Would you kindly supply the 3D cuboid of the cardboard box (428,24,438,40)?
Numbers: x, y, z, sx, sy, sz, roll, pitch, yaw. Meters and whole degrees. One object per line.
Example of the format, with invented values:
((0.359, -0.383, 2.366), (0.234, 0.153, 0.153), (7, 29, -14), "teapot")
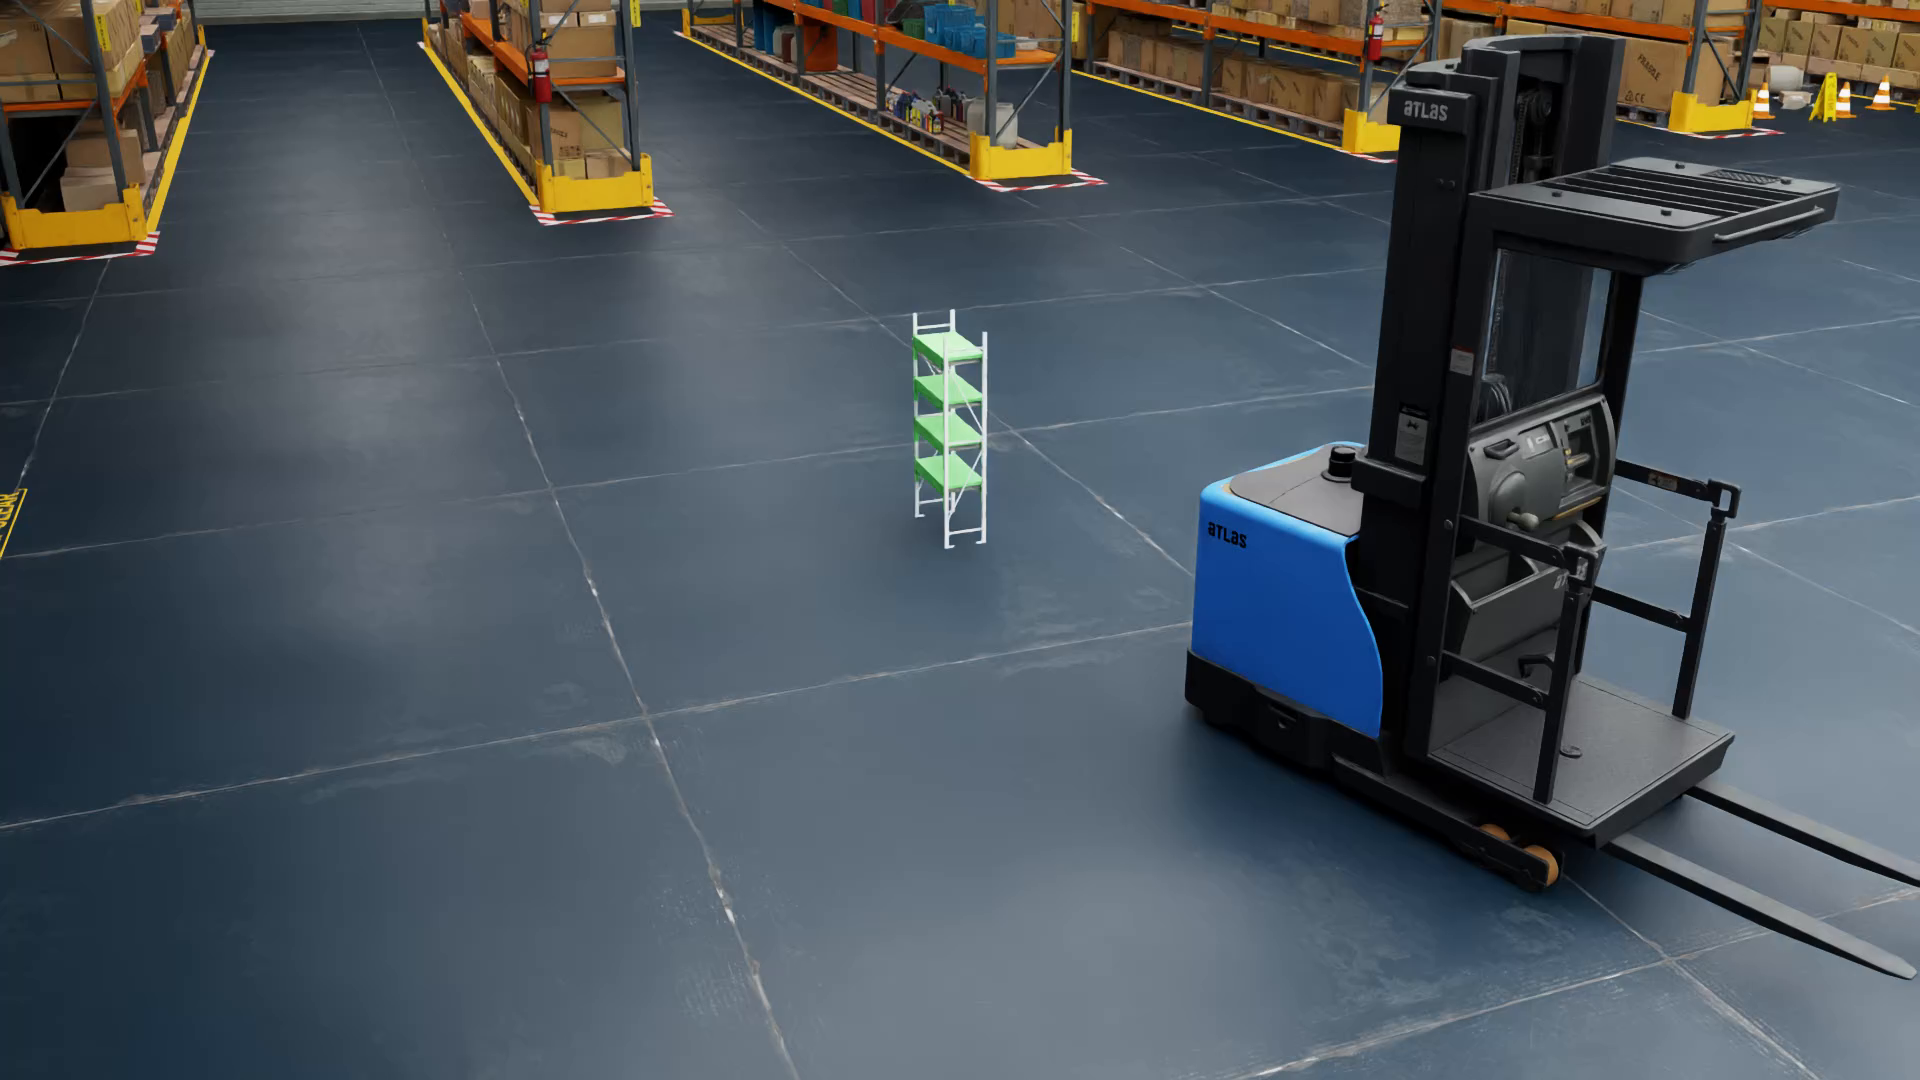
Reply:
((-9.409, -9.262, 30.338), (0.500, 0.250, 0.500), (-8, 24, -19), "cardboard box")

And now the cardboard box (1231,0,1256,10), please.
((4.240, -7.567, 22.830), (0.875, 0.500, 0.500), (-8, 24, -19), "cardboard box")

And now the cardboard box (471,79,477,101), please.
((-6.598, -6.351, 23.457), (0.500, 0.250, 0.500), (-9, 24, -20), "cardboard box")

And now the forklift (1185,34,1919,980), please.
((2.332, -0.270, 6.116), (1.130, 2.935, 3.031), (-18, 29, -36), "forklift")

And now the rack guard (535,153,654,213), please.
((-3.852, -3.771, 17.553), (1.175, 0.500, 0.348), (-8, 24, -19), "rack guard")

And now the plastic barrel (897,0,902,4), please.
((-0.771, -7.503, 23.015), (0.433, 0.535, 0.433), (0, 23, 0), "plastic barrel")

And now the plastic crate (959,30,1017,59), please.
((0.318, -5.682, 19.060), (0.499, 0.251, 0.616), (-8, 24, -19), "plastic crate")

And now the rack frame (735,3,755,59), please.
((-3.464, -9.970, 29.042), (1.000, 3.000, 0.127), (-8, 24, -19), "rack frame")

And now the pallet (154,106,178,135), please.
((-11.045, -5.588, 22.236), (1.003, 0.211, 1.213), (-8, 24, -19), "pallet")

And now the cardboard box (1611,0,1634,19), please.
((9.616, -7.548, 23.104), (0.875, 0.550, 0.550), (-8, 24, -19), "cardboard box")

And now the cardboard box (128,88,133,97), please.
((-10.341, -5.525, 20.182), (0.500, 0.250, 0.500), (-9, 24, -20), "cardboard box")

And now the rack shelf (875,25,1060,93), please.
((0.068, -6.005, 20.561), (1.077, 0.370, 4.000), (-8, 24, -19), "rack shelf")

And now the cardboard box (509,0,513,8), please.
((-4.998, -6.234, 19.216), (0.380, 0.149, 0.250), (-9, 25, -21), "cardboard box")

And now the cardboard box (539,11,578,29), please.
((-4.174, -5.389, 17.210), (0.380, 0.149, 0.250), (-9, 24, -20), "cardboard box")

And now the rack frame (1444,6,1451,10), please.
((10.440, -12.009, 33.880), (1.000, 3.000, 0.127), (-8, 24, -19), "rack frame")

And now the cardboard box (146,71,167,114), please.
((-11.016, -5.953, 22.165), (0.700, 0.500, 0.500), (-8, 24, -18), "cardboard box")

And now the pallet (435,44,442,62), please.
((-8.776, -8.700, 29.620), (1.003, 0.211, 1.213), (-8, 24, -19), "pallet")

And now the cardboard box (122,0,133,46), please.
((-9.100, -5.495, 17.627), (0.500, 0.500, 0.500), (-9, 24, -21), "cardboard box")

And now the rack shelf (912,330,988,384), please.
((-0.058, -0.996, 8.998), (0.258, 0.148, 0.480), (-8, 24, -19), "rack shelf")

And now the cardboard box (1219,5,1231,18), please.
((3.866, -7.415, 23.303), (0.380, 0.149, 0.250), (-8, 24, -19), "cardboard box")

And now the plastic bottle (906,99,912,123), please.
((-0.655, -5.529, 21.438), (0.061, 0.283, 0.133), (-7, 24, -17), "plastic bottle")

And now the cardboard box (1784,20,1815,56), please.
((13.423, -7.930, 26.236), (0.500, 0.500, 0.500), (-7, 24, -17), "cardboard box")

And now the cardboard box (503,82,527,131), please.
((-5.049, -5.082, 19.479), (0.500, 0.500, 0.500), (-8, 24, -19), "cardboard box")

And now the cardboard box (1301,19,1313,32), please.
((4.658, -6.700, 21.609), (0.380, 0.149, 0.250), (-8, 24, -19), "cardboard box")

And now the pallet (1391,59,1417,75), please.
((7.894, -7.815, 27.521), (1.003, 0.211, 1.213), (-8, 24, -19), "pallet")

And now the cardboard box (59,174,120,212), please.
((-8.653, -3.478, 16.534), (0.500, 0.311, 0.500), (-11, 25, -25), "cardboard box")

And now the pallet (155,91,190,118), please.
((-11.527, -6.169, 23.614), (1.003, 0.211, 1.213), (-8, 24, -19), "pallet")

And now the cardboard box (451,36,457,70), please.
((-7.788, -7.758, 26.447), (0.500, 0.500, 0.500), (-8, 24, -18), "cardboard box")

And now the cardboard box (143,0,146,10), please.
((-11.144, -7.236, 21.862), (0.700, 0.500, 0.500), (-11, 25, -25), "cardboard box")

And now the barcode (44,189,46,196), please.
((-9.034, -3.434, 16.418), (0.001, 0.075, 0.075), (-8, 24, -19), "barcode")

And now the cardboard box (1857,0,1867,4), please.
((13.826, -8.198, 25.161), (0.380, 0.149, 0.250), (-8, 24, -19), "cardboard box")

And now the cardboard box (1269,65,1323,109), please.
((4.602, -6.211, 22.803), (0.500, 0.500, 0.500), (-11, 25, -24), "cardboard box")

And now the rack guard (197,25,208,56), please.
((-14.154, -8.921, 29.771), (1.175, 0.500, 0.348), (-8, 24, -19), "rack guard")

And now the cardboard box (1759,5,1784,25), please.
((16.145, -10.404, 32.750), (0.500, 0.500, 0.500), (-8, 24, -17), "cardboard box")

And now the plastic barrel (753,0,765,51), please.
((-3.288, -8.996, 28.893), (0.600, 0.901, 0.708), (-8, 24, -19), "plastic barrel")

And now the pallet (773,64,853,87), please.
((-2.369, -7.512, 26.801), (1.003, 0.211, 1.213), (-8, 24, -19), "pallet")

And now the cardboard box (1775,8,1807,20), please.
((13.210, -8.368, 26.441), (0.380, 0.149, 0.250), (-8, 24, -18), "cardboard box")

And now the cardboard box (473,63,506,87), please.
((-6.405, -6.417, 22.890), (0.500, 0.311, 0.500), (-9, 24, -20), "cardboard box")

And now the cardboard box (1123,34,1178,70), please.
((3.046, -7.806, 26.561), (0.700, 0.500, 0.500), (-10, 25, -23), "cardboard box")

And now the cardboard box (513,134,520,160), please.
((-4.867, -4.555, 19.196), (0.500, 0.250, 0.500), (-8, 24, -19), "cardboard box")

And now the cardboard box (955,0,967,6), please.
((0.379, -10.765, 33.124), (0.875, 0.875, 0.875), (-8, 24, -19), "cardboard box")

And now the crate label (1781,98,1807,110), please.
((12.067, -6.310, 24.045), (0.298, 0.136, 0.250), (18, 29, 36), "crate label")

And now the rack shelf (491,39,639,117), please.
((-4.567, -5.326, 18.952), (1.077, 0.370, 4.000), (-8, 24, -19), "rack shelf")

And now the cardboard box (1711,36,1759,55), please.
((13.079, -8.275, 27.864), (0.950, 0.372, 0.625), (-8, 24, -18), "cardboard box")

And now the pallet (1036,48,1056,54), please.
((1.947, -8.650, 29.502), (1.003, 0.211, 1.213), (-8, 24, -19), "pallet")

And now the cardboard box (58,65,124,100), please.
((-8.369, -4.411, 16.021), (0.500, 0.250, 0.500), (-9, 25, -21), "cardboard box")

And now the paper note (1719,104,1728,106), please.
((11.134, -6.352, 24.282), (0.144, 0.017, 0.142), (0, 23, -1), "paper note")

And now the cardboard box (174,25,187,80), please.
((-12.064, -7.272, 24.870), (0.750, 0.750, 0.750), (-8, 24, -17), "cardboard box")

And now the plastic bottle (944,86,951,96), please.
((-0.141, -5.851, 22.113), (0.144, 0.351, 0.185), (-9, 24, -20), "plastic bottle")

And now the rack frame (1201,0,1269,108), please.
((3.996, -7.742, 23.758), (1.000, 3.000, 0.127), (-8, 24, -19), "rack frame")

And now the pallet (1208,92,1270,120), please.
((4.266, -6.218, 23.732), (1.003, 0.211, 1.213), (-8, 24, -19), "pallet")

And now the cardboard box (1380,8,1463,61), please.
((7.701, -8.446, 27.782), (1.050, 0.750, 0.750), (-8, 24, -18), "cardboard box")

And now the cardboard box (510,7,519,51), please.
((-4.918, -6.080, 19.684), (0.700, 0.500, 0.500), (-9, 24, -20), "cardboard box")

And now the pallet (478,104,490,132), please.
((-6.005, -5.806, 22.754), (1.003, 0.211, 1.213), (-8, 24, -19), "pallet")

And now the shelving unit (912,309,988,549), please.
((-0.058, -0.613, 9.160), (0.258, 1.200, 0.503), (-8, 24, -19), "shelving unit")

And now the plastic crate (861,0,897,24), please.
((-1.095, -7.226, 22.451), (0.402, 0.464, 0.583), (-8, 24, -19), "plastic crate")
